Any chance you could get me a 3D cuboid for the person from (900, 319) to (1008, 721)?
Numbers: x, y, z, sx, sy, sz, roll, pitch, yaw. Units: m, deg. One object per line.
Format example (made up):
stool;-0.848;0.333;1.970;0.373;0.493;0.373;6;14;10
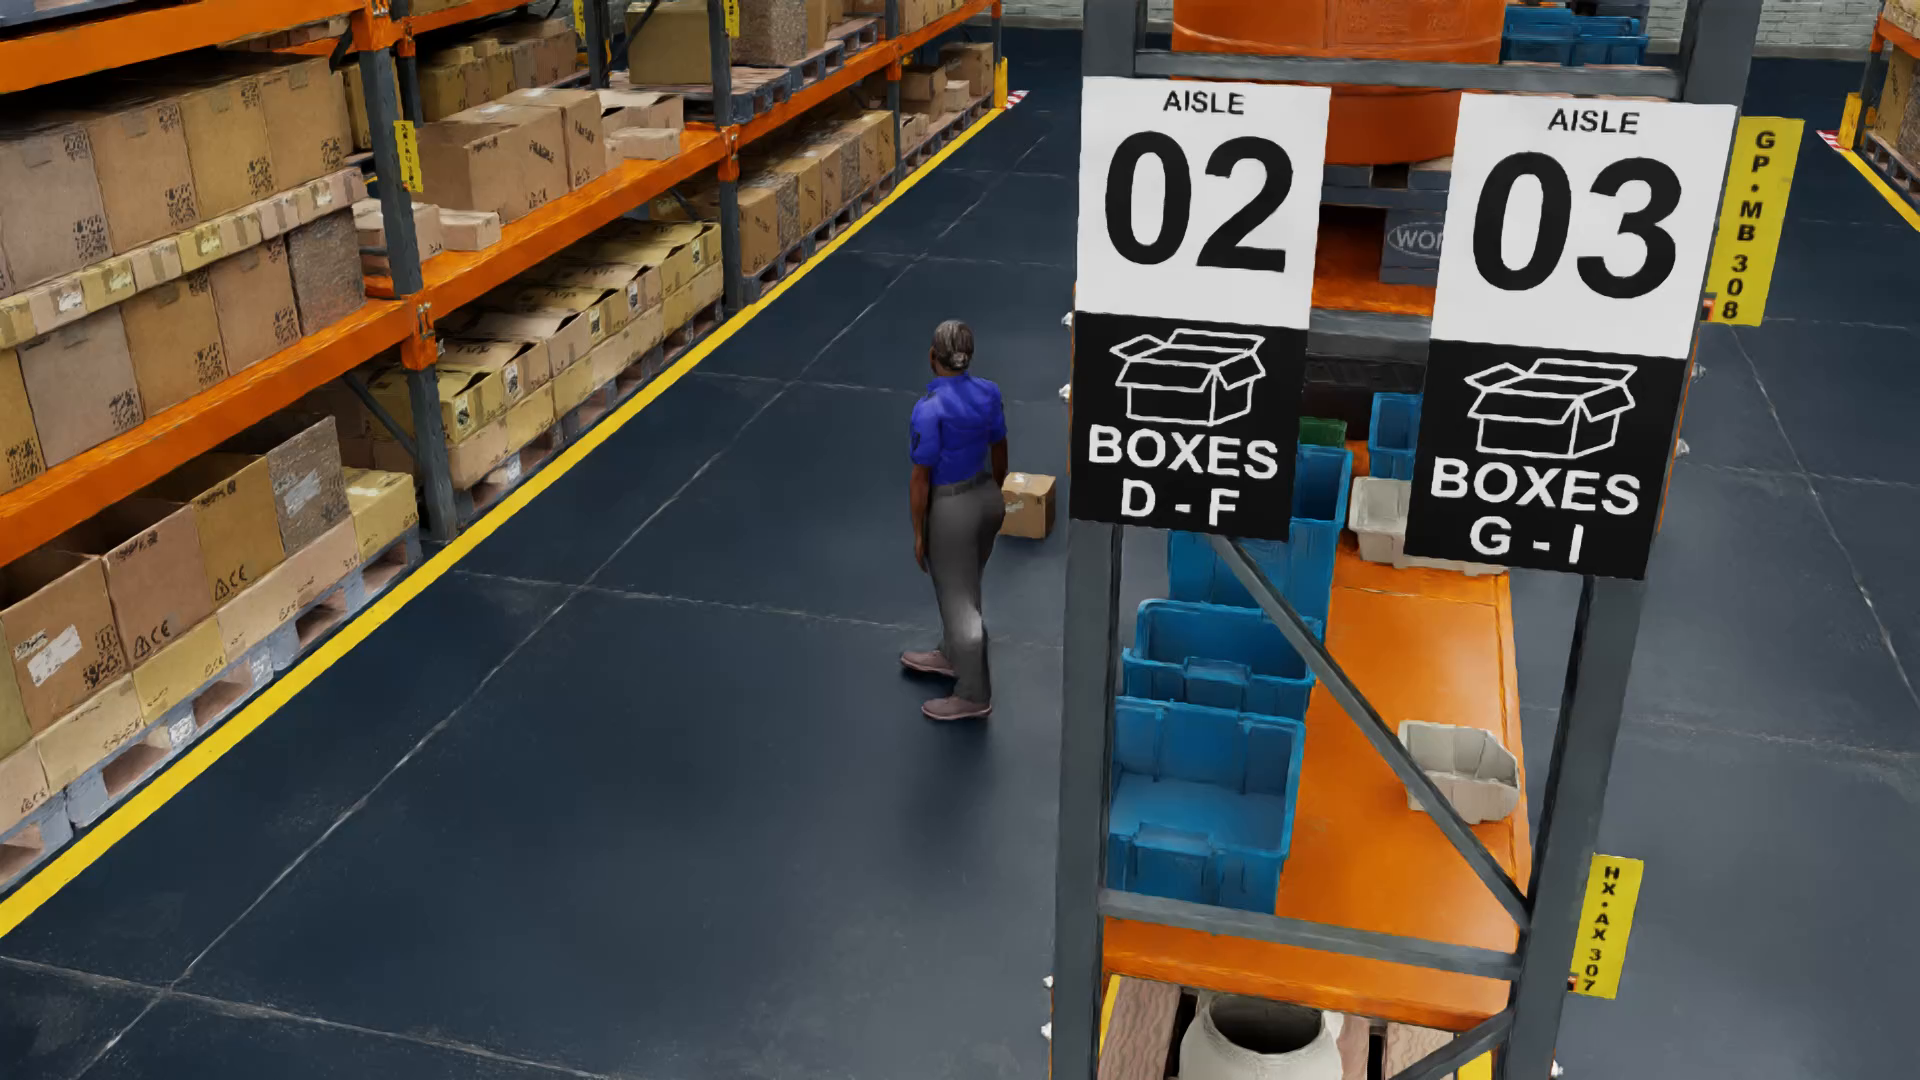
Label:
person;-0.022;-0.113;6.836;0.566;1.654;0.565;21;32;37
